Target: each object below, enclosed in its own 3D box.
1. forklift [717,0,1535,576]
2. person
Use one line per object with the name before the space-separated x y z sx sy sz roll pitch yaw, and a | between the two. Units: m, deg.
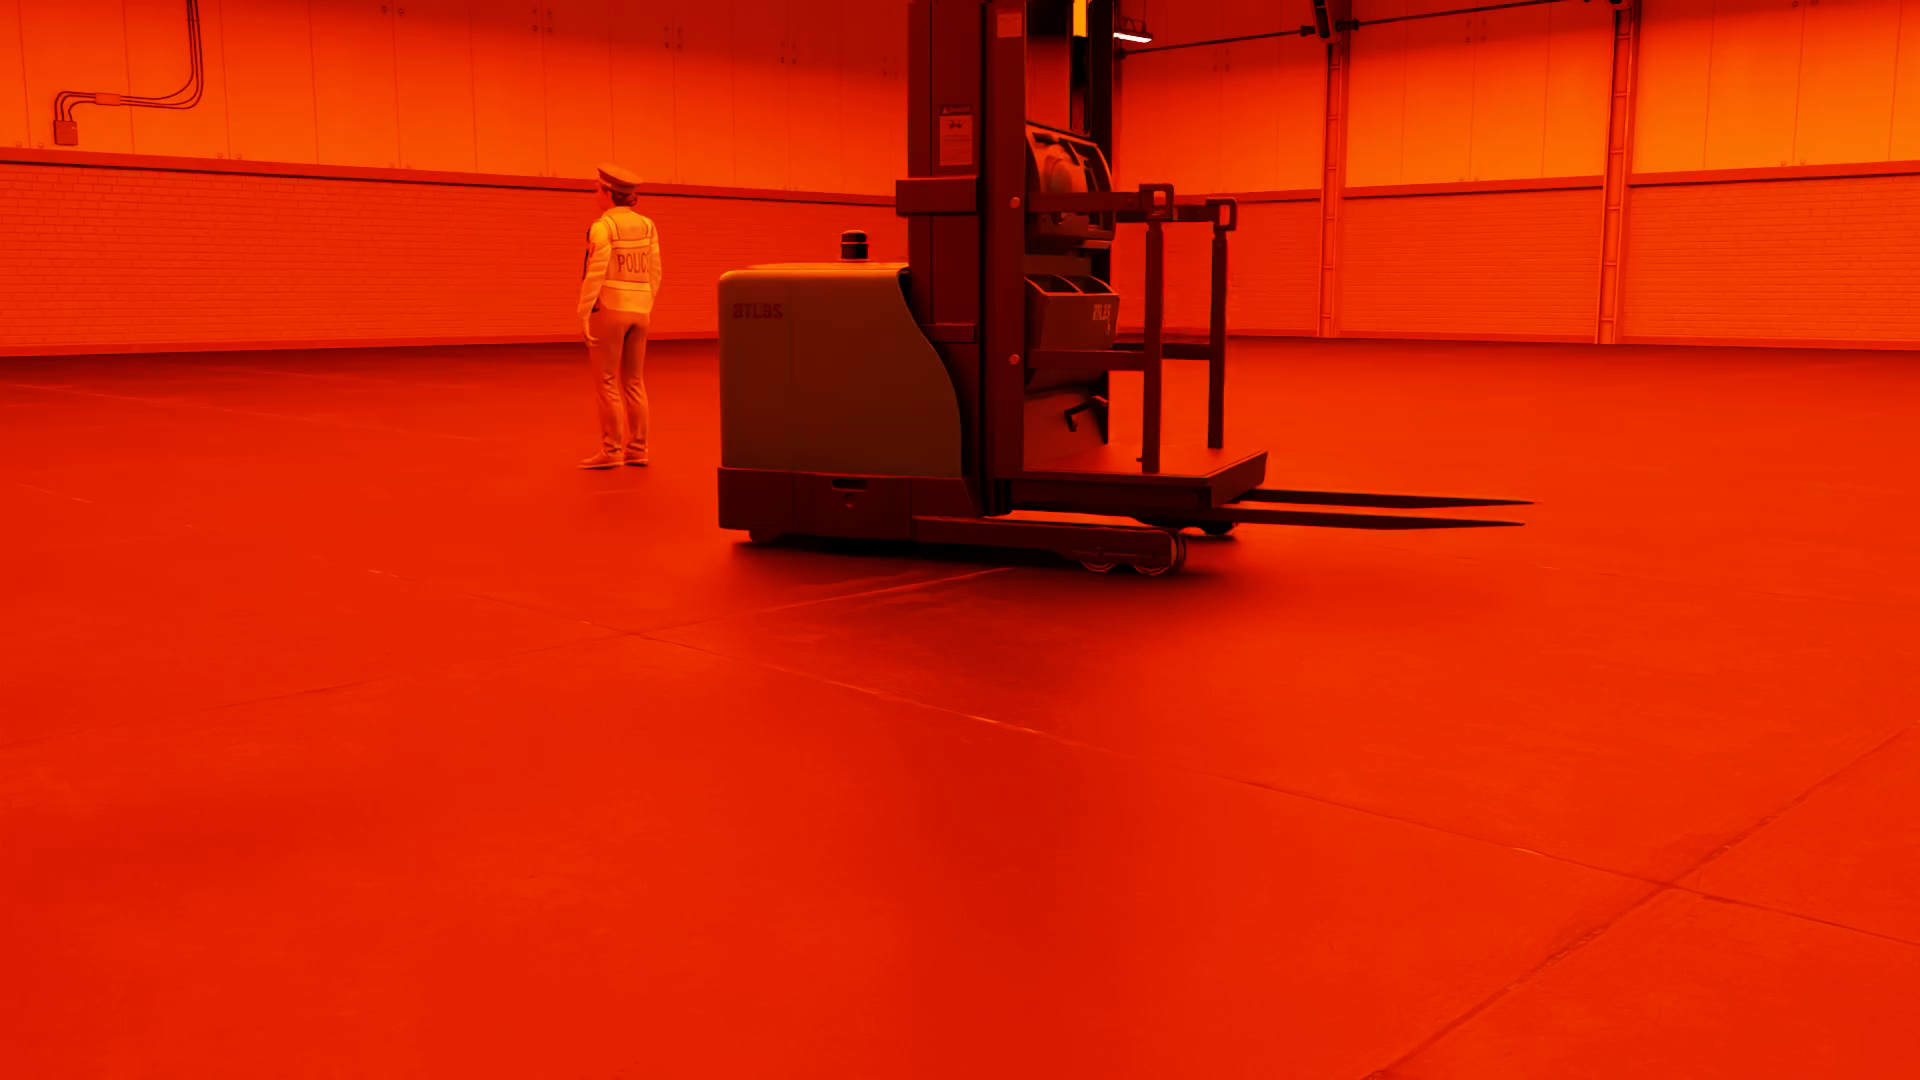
forklift | 0.611 -1.413 6.257 3.031 2.935 1.130 3 9 22
person | -1.950 -1.246 9.330 0.479 1.708 0.572 6 10 34
